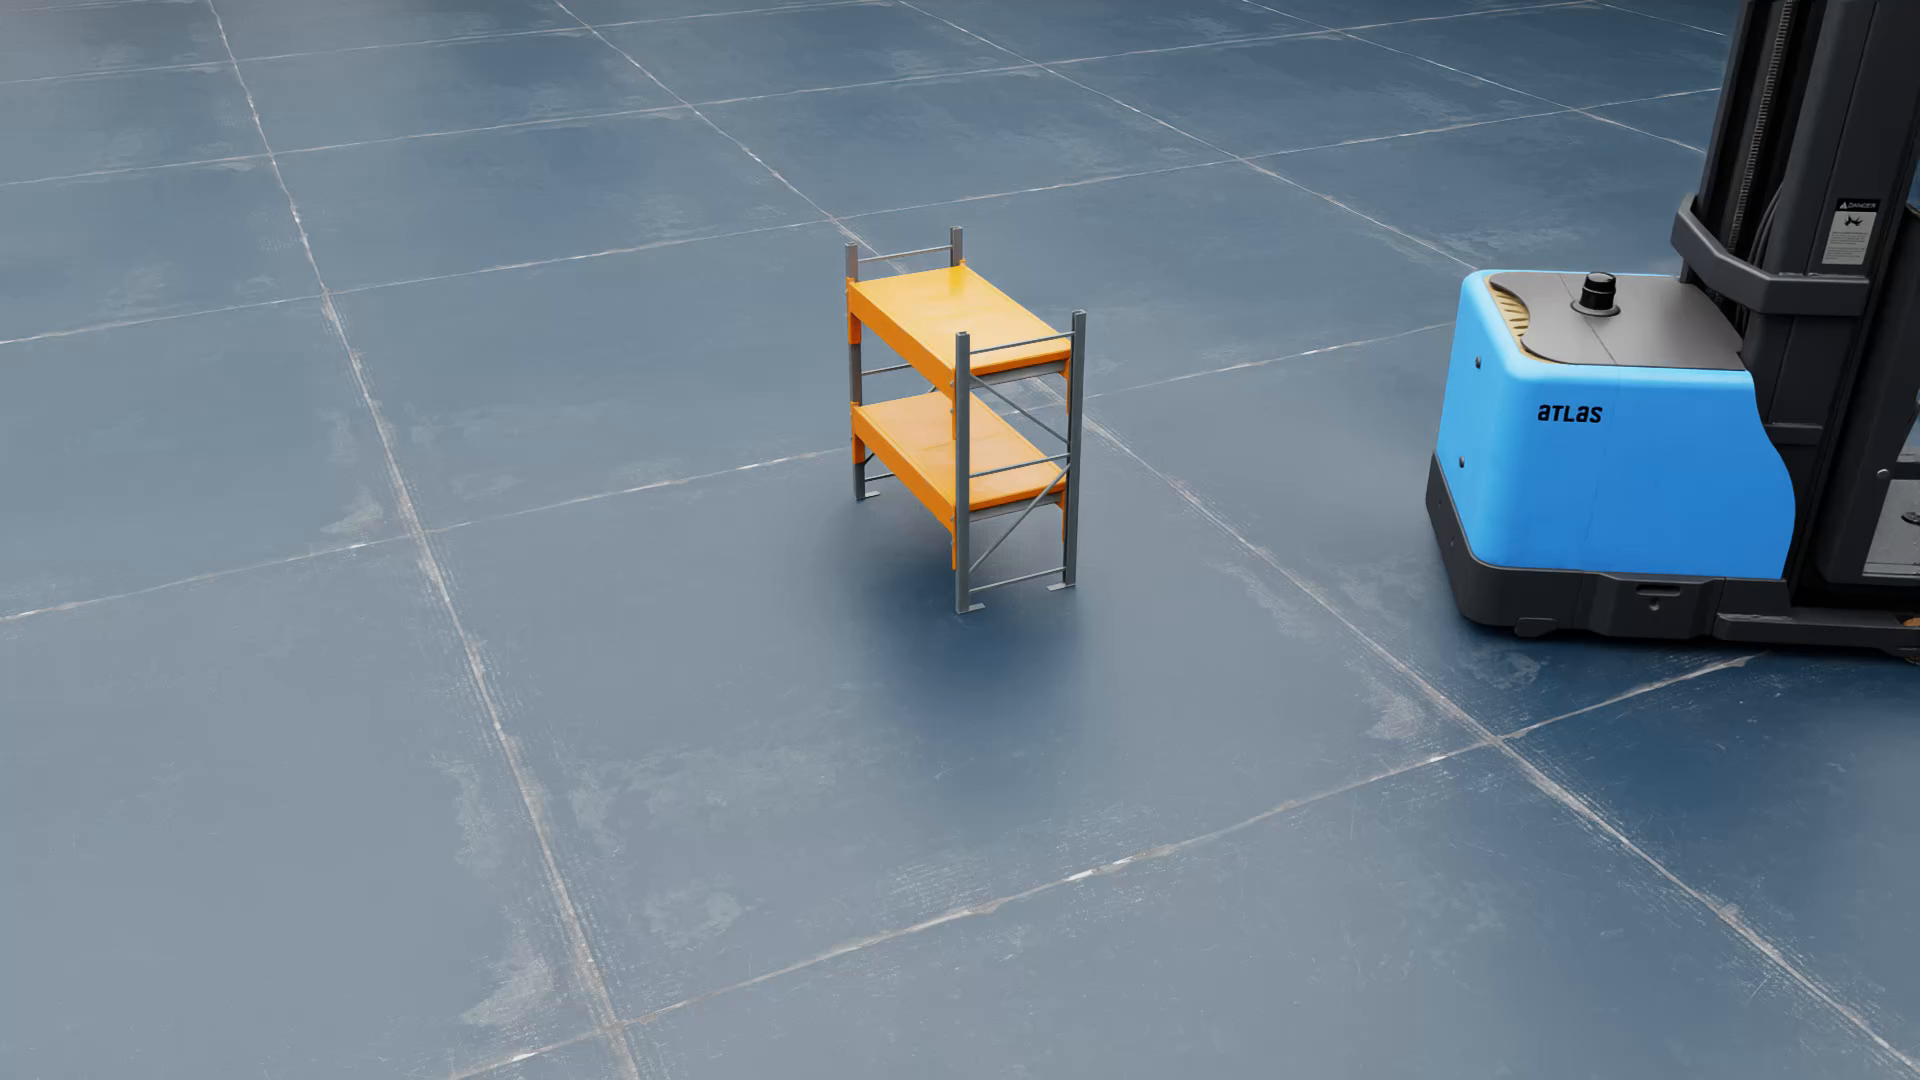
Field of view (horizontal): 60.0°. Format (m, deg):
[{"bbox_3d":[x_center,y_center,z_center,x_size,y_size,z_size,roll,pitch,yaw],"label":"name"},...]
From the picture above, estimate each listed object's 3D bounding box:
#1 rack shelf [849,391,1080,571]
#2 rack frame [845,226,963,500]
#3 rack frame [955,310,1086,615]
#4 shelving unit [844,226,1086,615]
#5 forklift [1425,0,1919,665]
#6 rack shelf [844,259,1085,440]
[{"bbox_3d":[-0.003,-0.280,6.600,0.538,0.278,1.000,-13,32,-22],"label":"rack shelf"},{"bbox_3d":[-0.221,-0.718,6.881,0.500,1.125,0.032,-13,32,-22],"label":"rack frame"},{"bbox_3d":[0.215,-0.269,6.080,0.500,1.125,0.032,-13,32,-22],"label":"rack frame"},{"bbox_3d":[-0.003,-0.494,6.480,0.538,1.125,1.048,-13,32,-22],"label":"shelving unit"},{"bbox_3d":[3.393,-1.097,5.709,3.031,2.935,1.130,3,29,5],"label":"forklift"},{"bbox_3d":[-0.003,-0.749,6.337,0.538,0.278,1.000,-13,32,-22],"label":"rack shelf"}]
